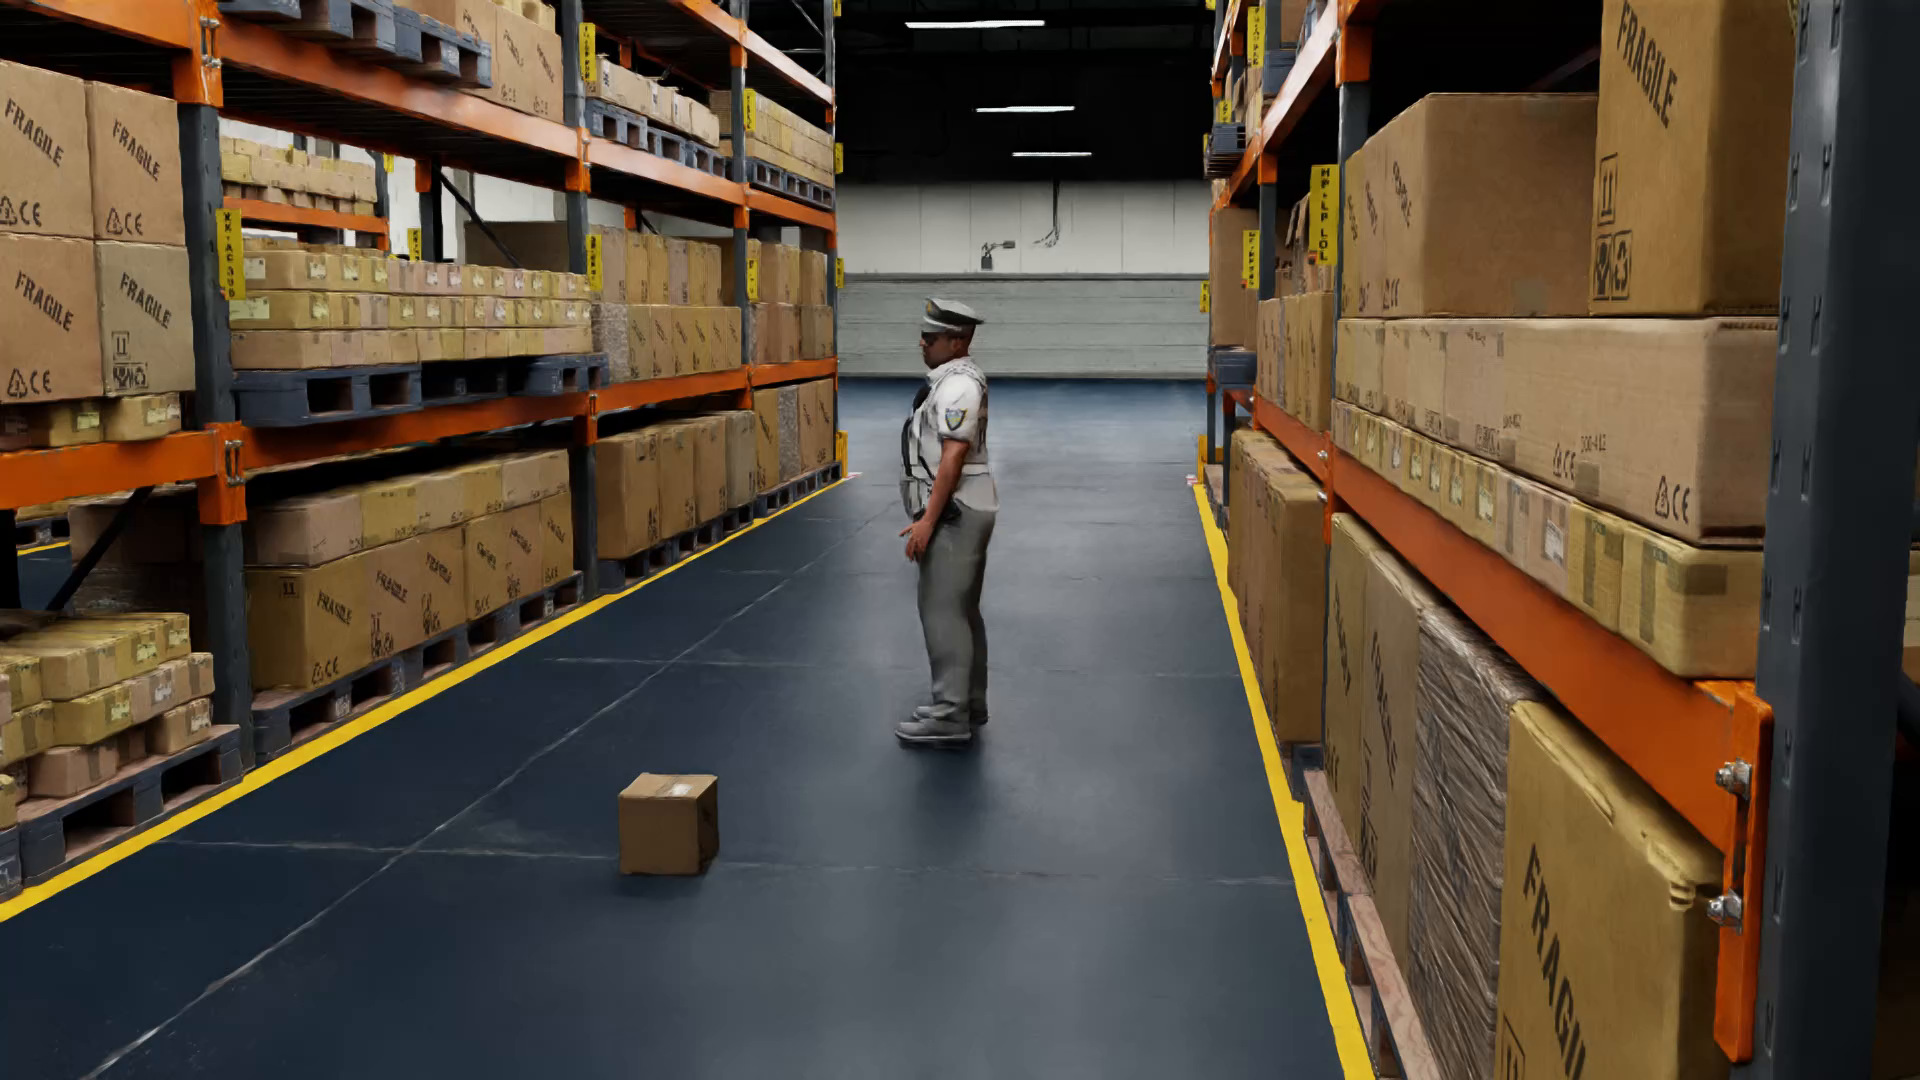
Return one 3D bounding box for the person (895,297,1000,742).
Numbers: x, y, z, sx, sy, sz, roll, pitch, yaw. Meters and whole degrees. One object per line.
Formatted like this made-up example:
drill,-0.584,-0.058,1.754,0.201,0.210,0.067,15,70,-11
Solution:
person,-0.049,-0.082,6.685,0.419,1.770,0.577,0,8,3
